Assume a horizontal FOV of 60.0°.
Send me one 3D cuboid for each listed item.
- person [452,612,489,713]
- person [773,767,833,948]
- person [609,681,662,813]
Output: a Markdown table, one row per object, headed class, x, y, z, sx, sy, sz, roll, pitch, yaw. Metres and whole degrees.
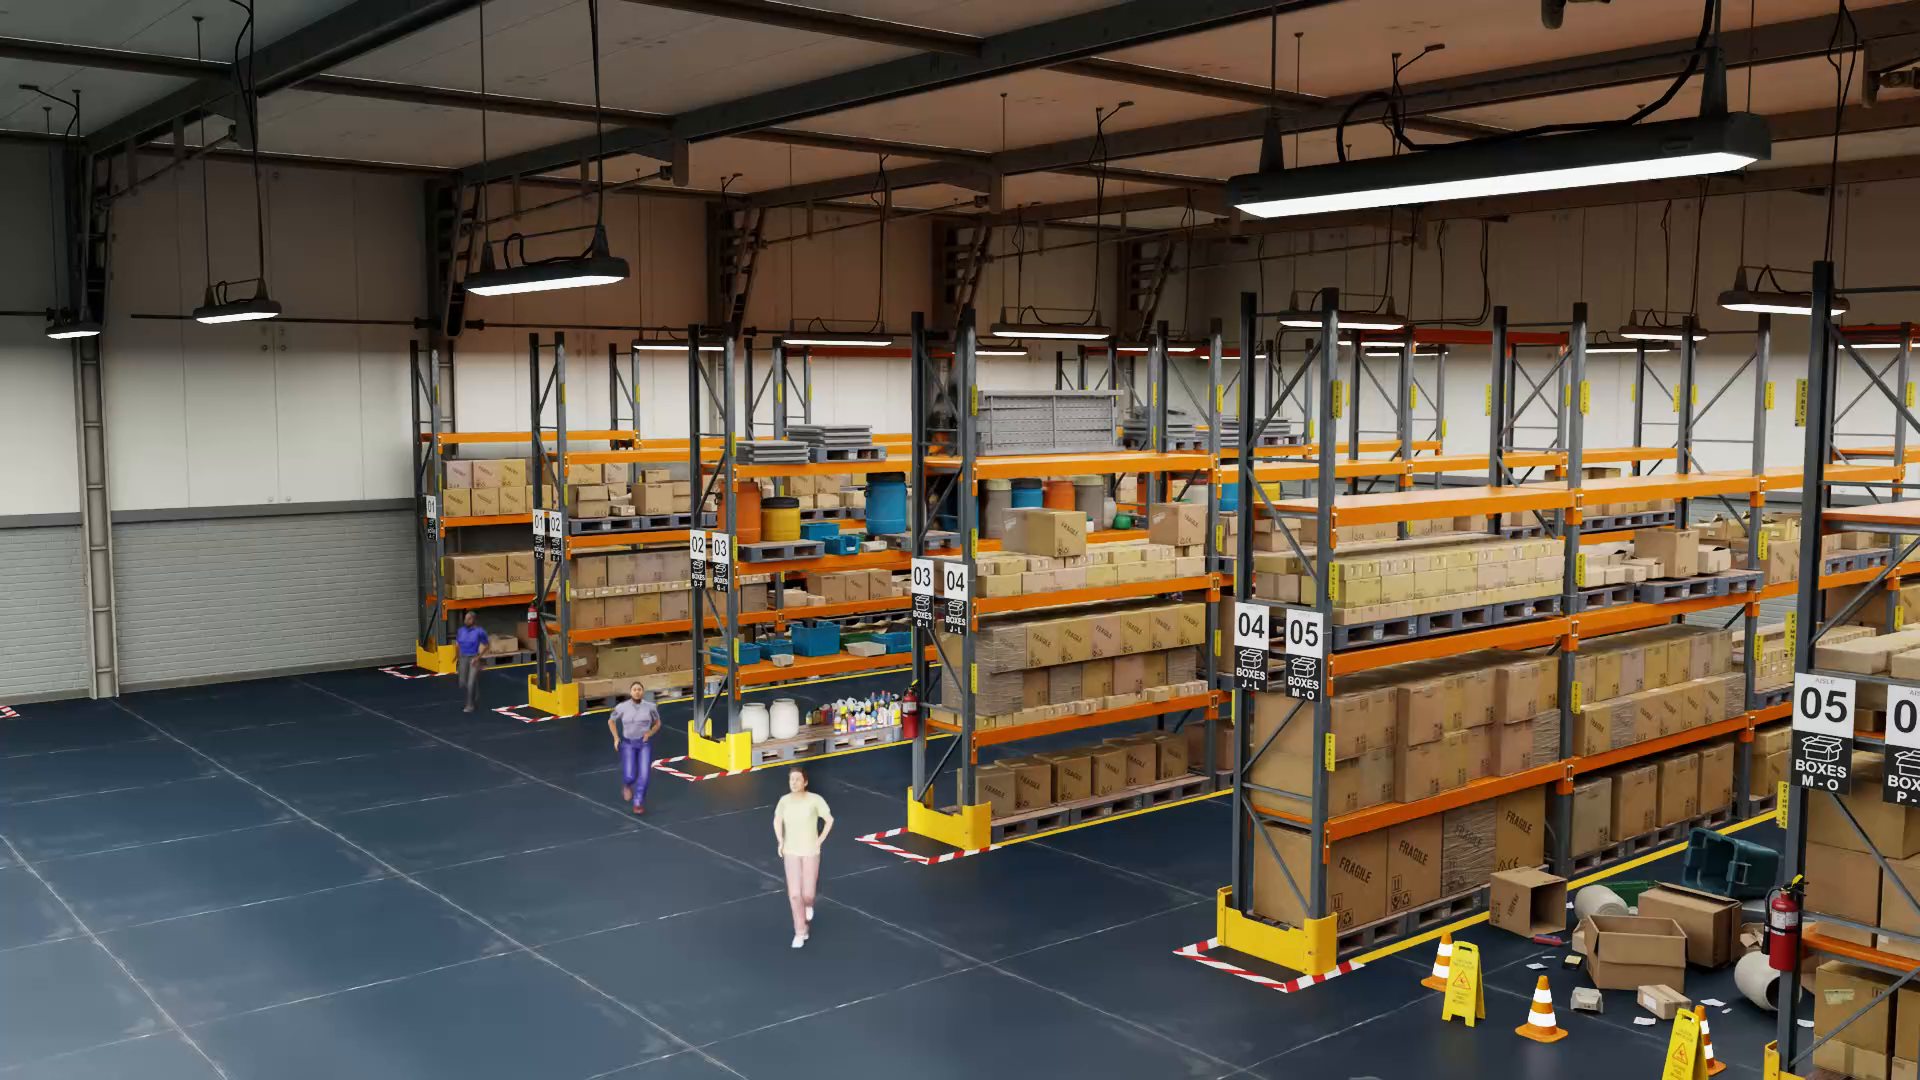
| class | x | y | z | sx | sy | sz | roll | pitch | yaw |
| --- | --- | --- | --- | --- | --- | --- | --- | --- | --- |
| person | -7.764 | 1.981 | 26.508 | 0.566 | 1.496 | 0.590 | 1 | 5 | 6 |
| person | -1.472 | 2.925 | 15.547 | 0.576 | 1.641 | 0.627 | 1 | 5 | 7 |
| person | -3.922 | 2.512 | 20.166 | 0.619 | 1.585 | 0.556 | -2 | 6 | -20 |
